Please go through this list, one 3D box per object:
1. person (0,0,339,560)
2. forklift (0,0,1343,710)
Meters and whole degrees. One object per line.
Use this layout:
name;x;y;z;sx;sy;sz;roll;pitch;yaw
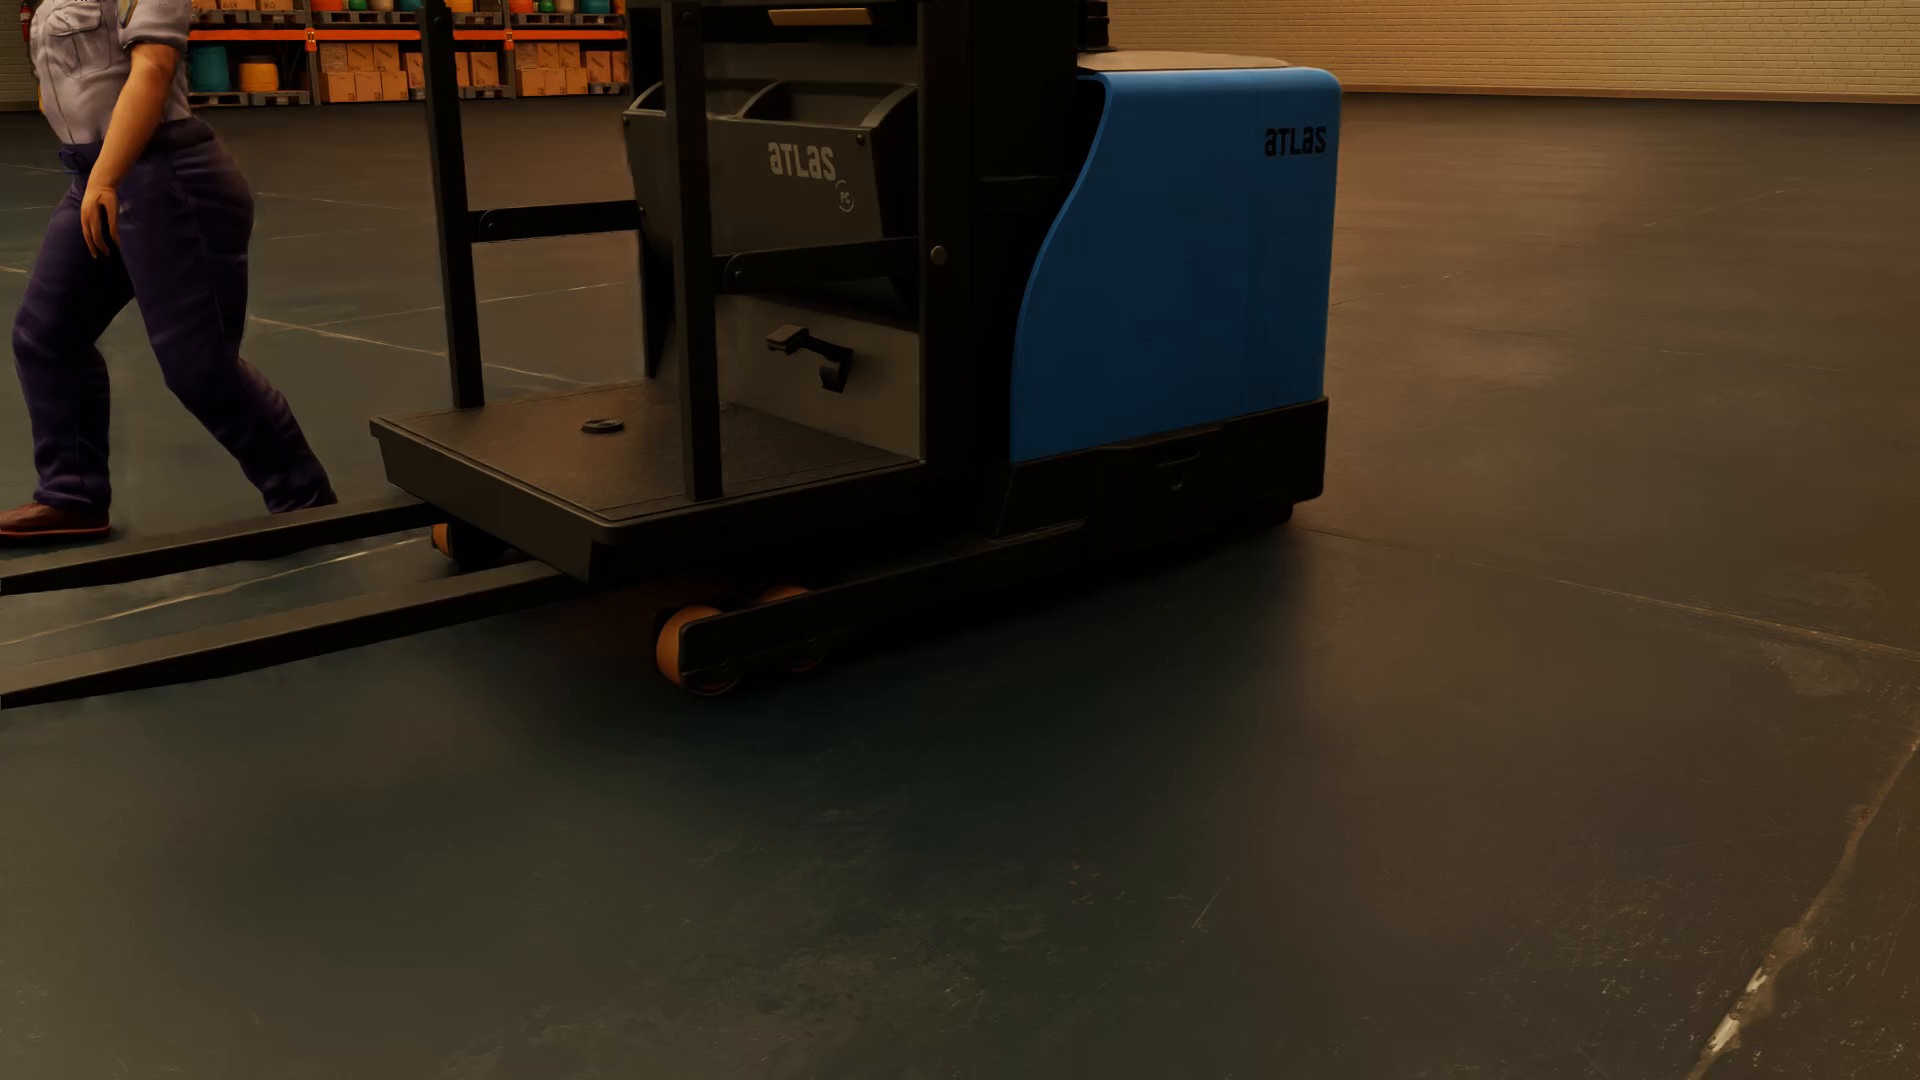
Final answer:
person;-1.868;-0.752;3.695;0.705;1.597;0.673;15;22;40
forklift;-0.564;-1.290;3.147;3.031;2.935;1.130;-14;22;-38
